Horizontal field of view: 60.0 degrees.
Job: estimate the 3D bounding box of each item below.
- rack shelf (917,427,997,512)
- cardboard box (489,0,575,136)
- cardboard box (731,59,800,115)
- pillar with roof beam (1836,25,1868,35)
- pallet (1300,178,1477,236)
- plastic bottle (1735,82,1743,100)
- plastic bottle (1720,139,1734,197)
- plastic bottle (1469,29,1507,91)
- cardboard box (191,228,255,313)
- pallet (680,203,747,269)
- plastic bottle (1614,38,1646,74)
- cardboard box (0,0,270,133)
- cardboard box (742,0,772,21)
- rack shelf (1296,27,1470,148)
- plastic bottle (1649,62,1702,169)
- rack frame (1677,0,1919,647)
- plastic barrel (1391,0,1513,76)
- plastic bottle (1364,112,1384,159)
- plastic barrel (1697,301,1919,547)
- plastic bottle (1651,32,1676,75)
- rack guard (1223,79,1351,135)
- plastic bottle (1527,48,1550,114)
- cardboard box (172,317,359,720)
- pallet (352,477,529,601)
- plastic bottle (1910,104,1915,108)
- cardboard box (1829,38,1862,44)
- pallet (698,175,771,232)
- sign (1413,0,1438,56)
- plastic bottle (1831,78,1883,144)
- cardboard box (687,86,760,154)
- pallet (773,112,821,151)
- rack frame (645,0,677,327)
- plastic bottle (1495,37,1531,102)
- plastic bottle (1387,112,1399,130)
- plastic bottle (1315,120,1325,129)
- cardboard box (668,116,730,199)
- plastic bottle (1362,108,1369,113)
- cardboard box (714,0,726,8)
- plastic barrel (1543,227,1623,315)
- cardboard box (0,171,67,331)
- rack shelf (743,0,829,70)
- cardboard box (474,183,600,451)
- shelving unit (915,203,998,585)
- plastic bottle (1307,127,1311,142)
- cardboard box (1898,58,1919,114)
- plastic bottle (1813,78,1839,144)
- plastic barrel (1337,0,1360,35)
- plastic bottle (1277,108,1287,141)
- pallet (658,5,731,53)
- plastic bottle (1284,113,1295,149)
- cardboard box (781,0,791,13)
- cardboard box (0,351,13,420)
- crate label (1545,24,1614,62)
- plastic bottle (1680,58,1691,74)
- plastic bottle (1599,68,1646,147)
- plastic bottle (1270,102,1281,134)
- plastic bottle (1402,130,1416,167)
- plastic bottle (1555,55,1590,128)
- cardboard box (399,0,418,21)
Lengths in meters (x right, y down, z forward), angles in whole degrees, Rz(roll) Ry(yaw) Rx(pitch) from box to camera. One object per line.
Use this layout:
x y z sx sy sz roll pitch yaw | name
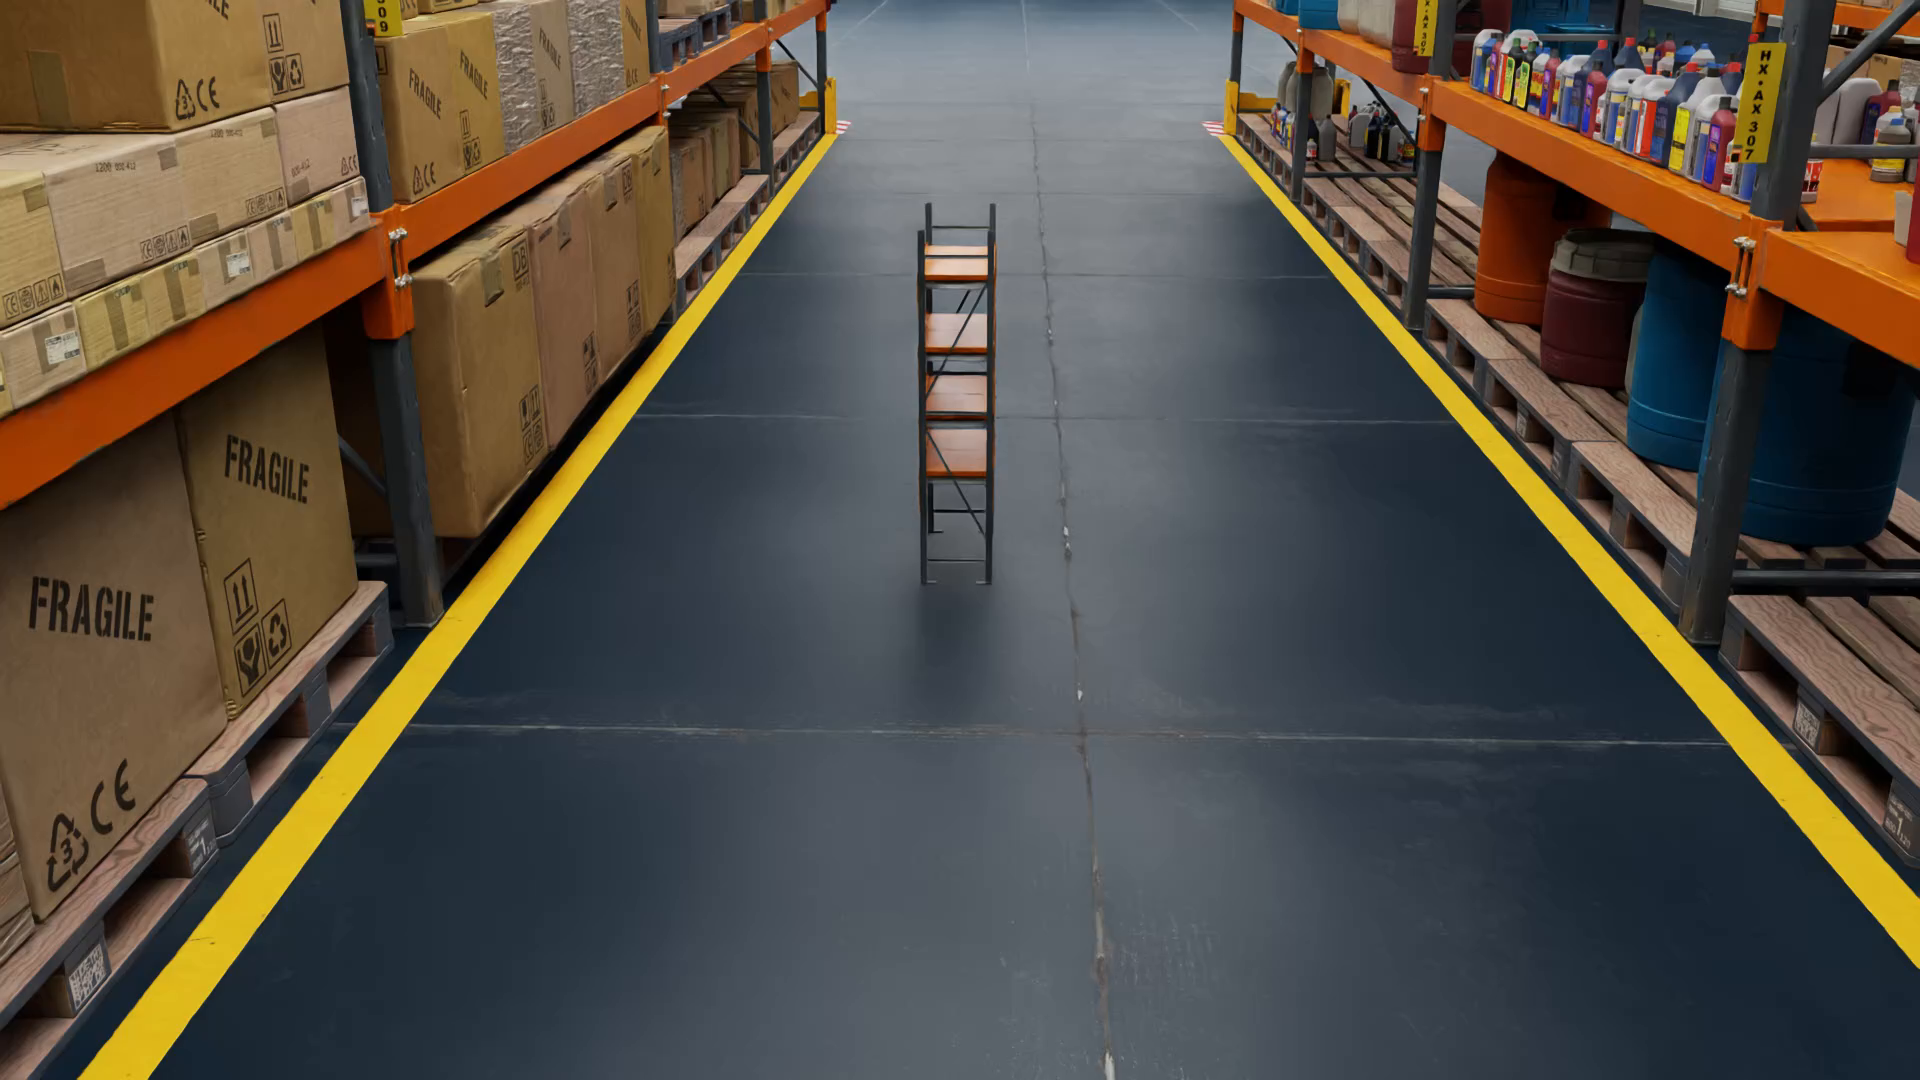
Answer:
-0.005 -0.252 5.754 0.258 0.148 0.480 1 21 2 | rack shelf
-1.870 -1.897 6.633 0.500 0.500 0.500 1 21 3 | cardboard box
-1.845 -4.281 15.790 0.500 0.500 0.500 5 22 12 | cardboard box
9.949 -12.233 25.116 9.100 9.000 0.400 1 21 2 | pillar with roof beam
3.035 -2.391 11.899 1.003 0.211 1.213 1 21 2 | pallet
2.622 -1.394 5.543 0.144 0.351 0.185 1 21 2 | plastic bottle
2.442 -1.178 5.194 0.097 0.201 0.097 0 21 0 | plastic bottle
2.562 -2.318 8.028 0.152 0.276 0.135 1 21 2 | plastic bottle
-1.879 -0.627 3.846 0.380 0.149 0.250 1 21 3 | cardboard box
-1.987 -2.006 10.907 1.003 0.211 1.213 1 21 2 | pallet
2.667 -1.841 6.695 0.144 0.351 0.185 1 21 2 | plastic bottle
-1.940 -1.205 3.748 0.500 0.500 0.500 1 21 2 | cardboard box
-1.624 -3.987 12.505 0.380 0.149 0.250 1 21 2 | cardboard box
2.959 -2.917 10.394 1.077 0.370 4.000 1 21 2 | rack shelf
2.483 -1.462 5.720 0.144 0.351 0.185 1 21 2 | plastic bottle
2.777 -1.083 4.673 1.000 3.000 0.127 1 21 2 | rack frame
2.610 -2.763 8.816 0.600 0.536 0.708 1 21 2 | plastic barrel
3.315 -3.234 13.272 0.144 0.351 0.185 1 21 2 | plastic bottle
2.810 -0.497 5.483 0.600 0.901 0.708 1 21 2 | plastic barrel
3.305 -2.240 7.817 0.061 0.283 0.133 1 21 2 | plastic bottle
3.186 -4.228 16.235 1.175 0.500 0.348 1 21 2 | rack guard
2.506 -1.975 7.151 0.097 0.271 0.097 0 21 0 | plastic bottle
-2.274 -0.105 4.509 0.875 0.875 0.875 1 21 2 | cardboard box
-2.226 -0.117 6.039 1.003 0.211 1.213 1 21 2 | pallet
3.213 -1.360 5.565 0.097 0.271 0.097 0 21 0 | plastic bottle
7.841 -4.257 15.037 0.500 0.500 0.500 1 21 2 | cardboard box
-1.953 -2.448 12.047 1.003 0.211 1.213 1 21 2 | pallet
2.348 -2.609 8.380 0.100 0.325 0.005 1 21 2 | sign
3.200 -1.523 5.978 0.152 0.276 0.135 1 21 2 | plastic bottle
-1.869 -3.412 13.550 0.500 0.500 0.500 8 22 19 | cardboard box
-1.871 -3.855 15.673 1.003 0.211 1.213 1 21 2 | pallet
-2.052 -2.583 8.540 1.000 3.000 0.127 1 21 2 | rack frame
2.548 -2.151 7.597 0.152 0.276 0.135 1 21 2 | plastic bottle
3.459 -3.233 13.267 0.144 0.351 0.185 1 21 3 | plastic bottle
2.906 -3.223 13.347 0.152 0.276 0.135 1 21 2 | plastic bottle
-2.004 -2.675 11.625 0.700 0.500 0.500 1 21 1 | cardboard box
3.485 -3.547 14.181 0.152 0.276 0.135 0 21 0 | plastic bottle
-1.891 -3.646 10.555 0.797 0.503 0.637 3 21 7 | cardboard box
2.973 -1.183 7.789 0.421 0.512 0.421 0 21 0 | plastic barrel
-1.973 -0.489 2.938 0.500 0.250 0.500 0 21 1 | cardboard box
-1.870 -4.417 14.262 1.077 0.370 4.000 1 21 2 | rack shelf
-2.148 -0.897 6.551 1.225 0.875 0.875 0 21 0 | cardboard box
-0.005 -0.500 5.658 0.258 1.200 0.503 1 21 2 | shelving unit
2.705 -3.092 12.997 0.061 0.283 0.133 2 21 4 | plastic bottle
7.793 -3.534 13.173 0.500 0.500 0.500 1 21 2 | cardboard box
3.048 -1.524 5.983 0.152 0.276 0.135 1 21 2 | plastic bottle
2.772 -3.695 11.218 0.433 0.535 0.433 0 21 0 | plastic barrel
2.761 -3.542 14.175 0.097 0.271 0.097 0 21 0 | plastic bottle
-2.033 -3.210 10.421 1.003 0.211 1.213 1 21 2 | pallet
2.776 -3.391 13.780 0.152 0.276 0.135 1 21 3 | plastic bottle
-1.576 -4.348 13.436 0.380 0.149 0.250 1 21 2 | cardboard box
-1.910 -0.255 2.886 0.380 0.149 0.250 0 21 0 | cardboard box
3.286 -2.599 8.812 0.303 0.233 0.416 1 21 2 | crate label
3.275 -2.055 7.453 0.097 0.201 0.097 0 21 0 | plastic bottle
2.503 -1.618 6.223 0.152 0.276 0.135 1 21 2 | plastic bottle
2.775 -3.703 14.588 0.097 0.271 0.097 0 21 0 | plastic bottle
3.468 -3.019 12.826 0.097 0.271 0.097 0 21 0 | plastic bottle
2.520 -1.817 6.736 0.152 0.276 0.135 1 21 2 | plastic bottle
-2.163 -1.883 5.209 0.797 0.503 0.637 0 21 0 | cardboard box
